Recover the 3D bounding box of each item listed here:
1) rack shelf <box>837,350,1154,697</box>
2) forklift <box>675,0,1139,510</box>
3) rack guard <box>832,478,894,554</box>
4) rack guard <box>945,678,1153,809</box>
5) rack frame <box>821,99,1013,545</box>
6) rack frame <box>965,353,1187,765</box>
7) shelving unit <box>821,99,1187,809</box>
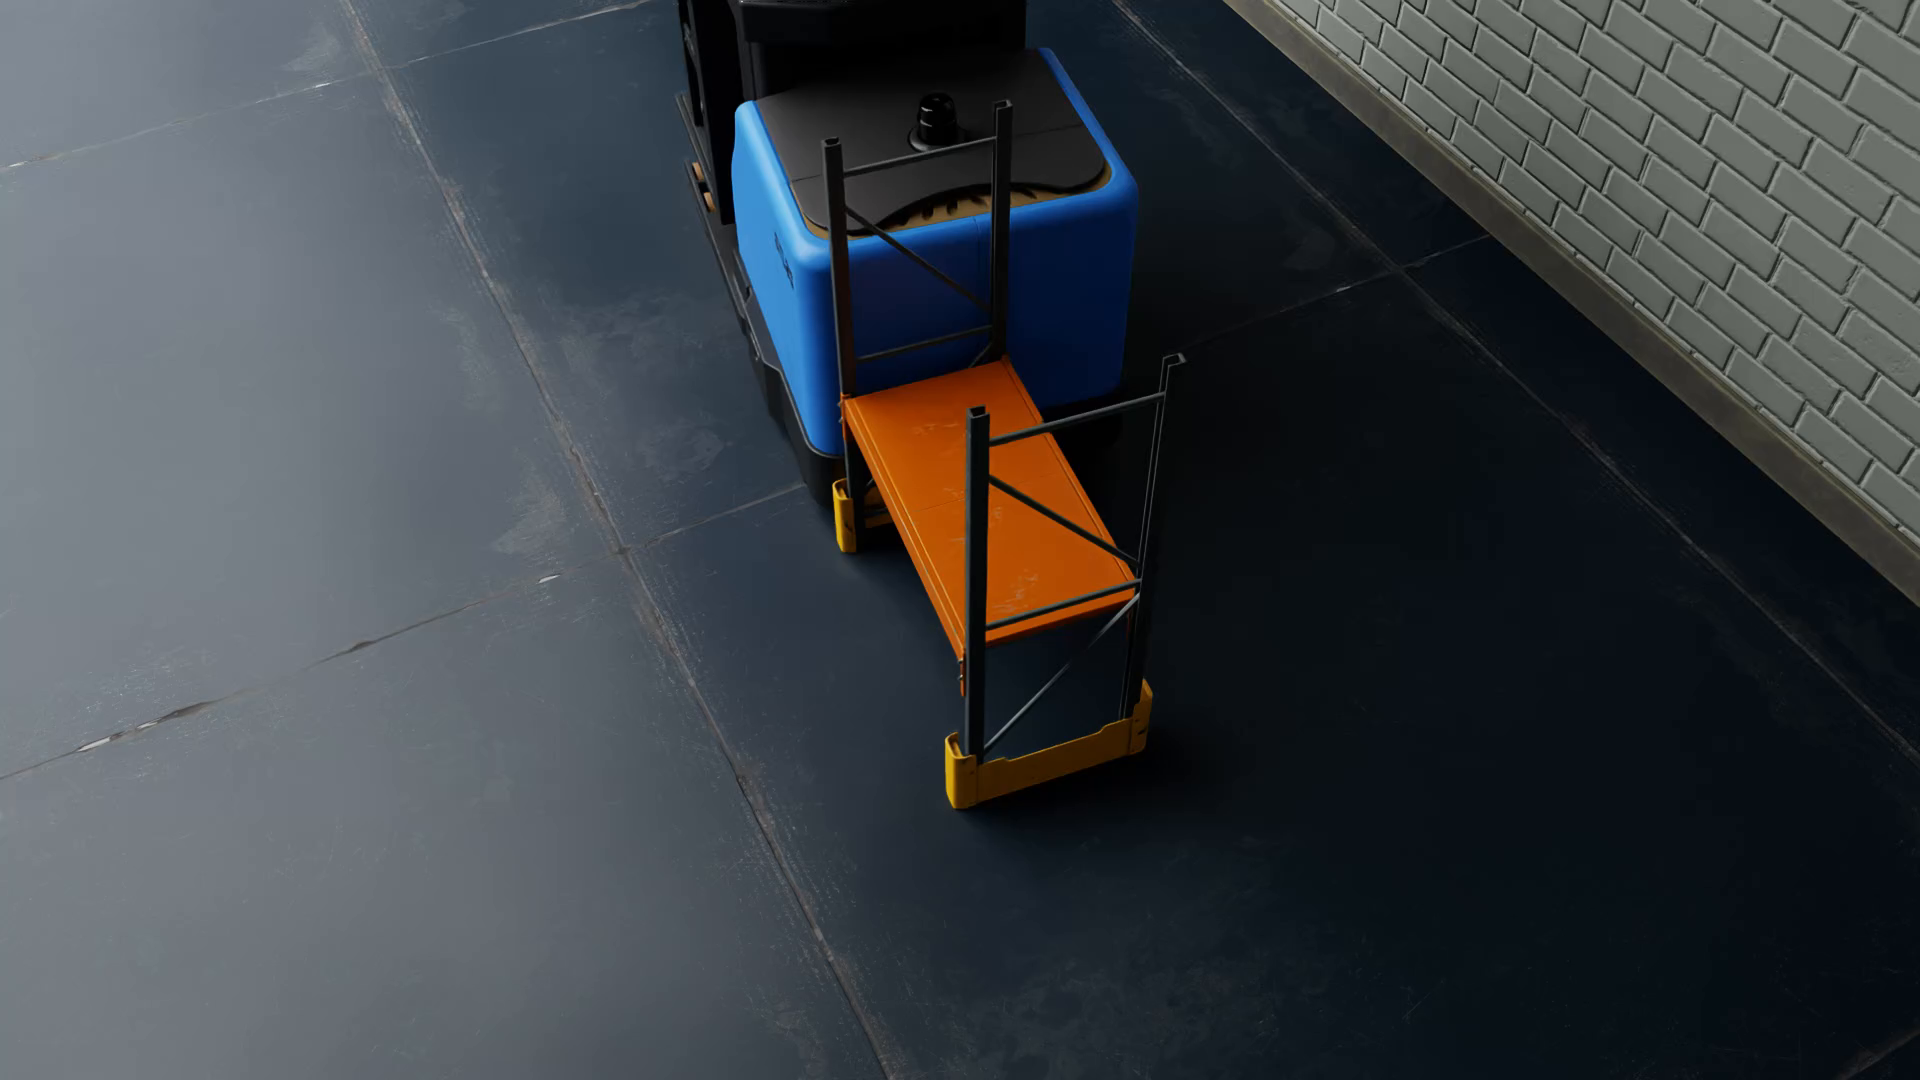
[{"bbox_3d":[0.073,-0.077,4.560,0.538,0.185,1.000,-16,51,-13],"label":"rack shelf"},{"bbox_3d":[-0.410,-2.193,5.221,1.130,2.935,3.031,-14,50,-12],"label":"forklift"},{"bbox_3d":[-0.105,-0.141,5.207,0.587,0.250,0.087,-16,51,-13],"label":"rack guard"},{"bbox_3d":[0.245,0.561,4.593,0.587,0.250,0.087,-16,51,-13],"label":"rack guard"},{"bbox_3d":[-0.105,-0.553,4.738,0.500,1.500,0.032,-16,51,-13],"label":"rack frame"},{"bbox_3d":[0.252,0.163,4.111,0.500,1.500,0.032,-16,51,-13],"label":"rack frame"},{"bbox_3d":[0.070,-0.201,4.430,0.587,1.500,1.083,-16,51,-13],"label":"shelving unit"}]
